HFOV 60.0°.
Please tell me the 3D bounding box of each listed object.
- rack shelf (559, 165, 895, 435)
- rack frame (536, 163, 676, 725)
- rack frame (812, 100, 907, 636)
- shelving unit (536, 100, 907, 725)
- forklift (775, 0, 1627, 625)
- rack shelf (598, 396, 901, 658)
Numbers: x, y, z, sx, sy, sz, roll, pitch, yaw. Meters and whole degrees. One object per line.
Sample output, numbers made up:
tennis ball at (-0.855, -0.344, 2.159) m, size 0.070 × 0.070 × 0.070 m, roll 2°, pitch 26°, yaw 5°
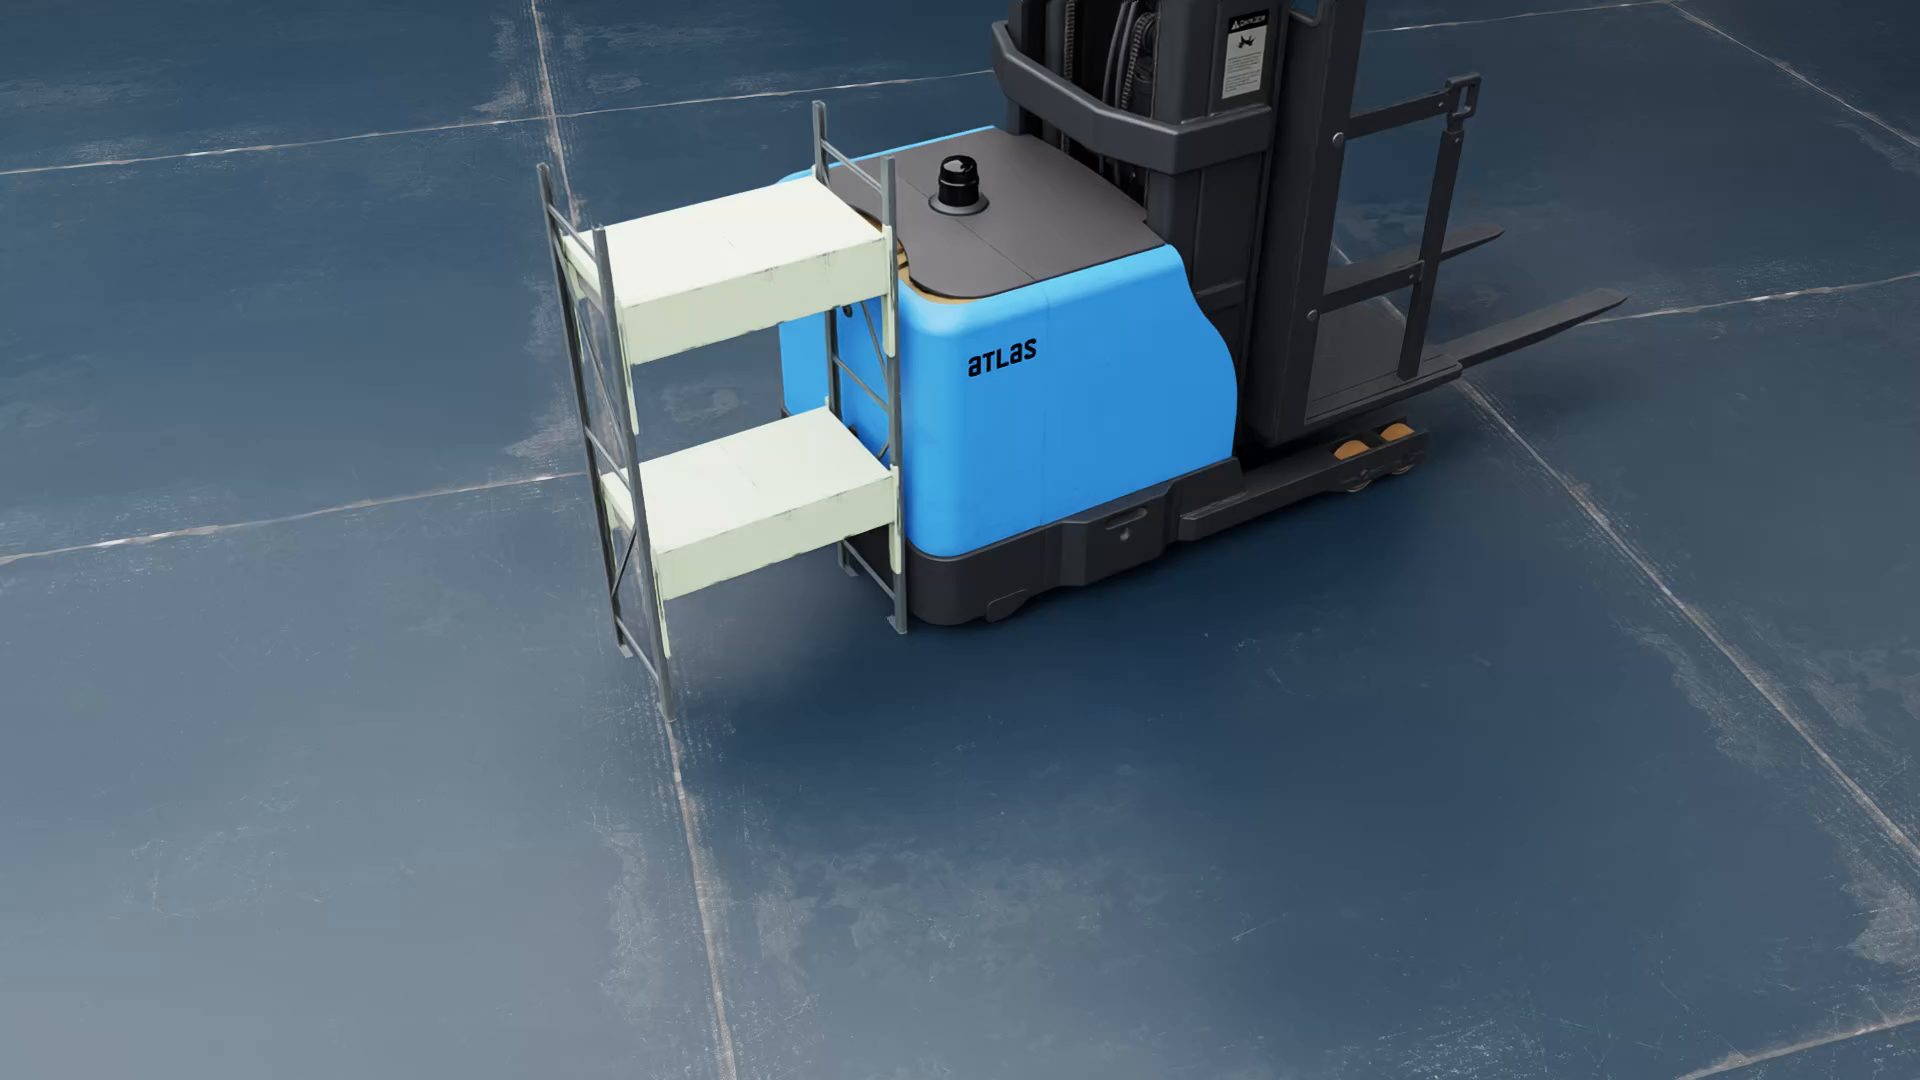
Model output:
rack shelf at (-0.581, -0.618, 4.181) m, size 0.720 × 0.370 × 0.431 m, roll -20°, pitch 42°, yaw -24°
rack frame at (-0.896, -0.194, 4.270) m, size 0.023 × 1.500 × 0.400 m, roll -20°, pitch 42°, yaw -24°
rack frame at (-0.266, -0.421, 4.567) m, size 0.023 × 1.500 × 0.400 m, roll -20°, pitch 42°, yaw -24°
shelving unit at (-0.581, -0.308, 4.418) m, size 0.755 × 1.500 × 0.431 m, roll -20°, pitch 42°, yaw -24°
forklift at (0.956, -1.579, 4.901) m, size 3.031 × 2.935 × 1.130 m, roll -20°, pitch 42°, yaw -24°
rack shelf at (-0.581, -0.049, 4.616) m, size 0.720 × 0.370 × 0.431 m, roll -20°, pitch 42°, yaw -24°
